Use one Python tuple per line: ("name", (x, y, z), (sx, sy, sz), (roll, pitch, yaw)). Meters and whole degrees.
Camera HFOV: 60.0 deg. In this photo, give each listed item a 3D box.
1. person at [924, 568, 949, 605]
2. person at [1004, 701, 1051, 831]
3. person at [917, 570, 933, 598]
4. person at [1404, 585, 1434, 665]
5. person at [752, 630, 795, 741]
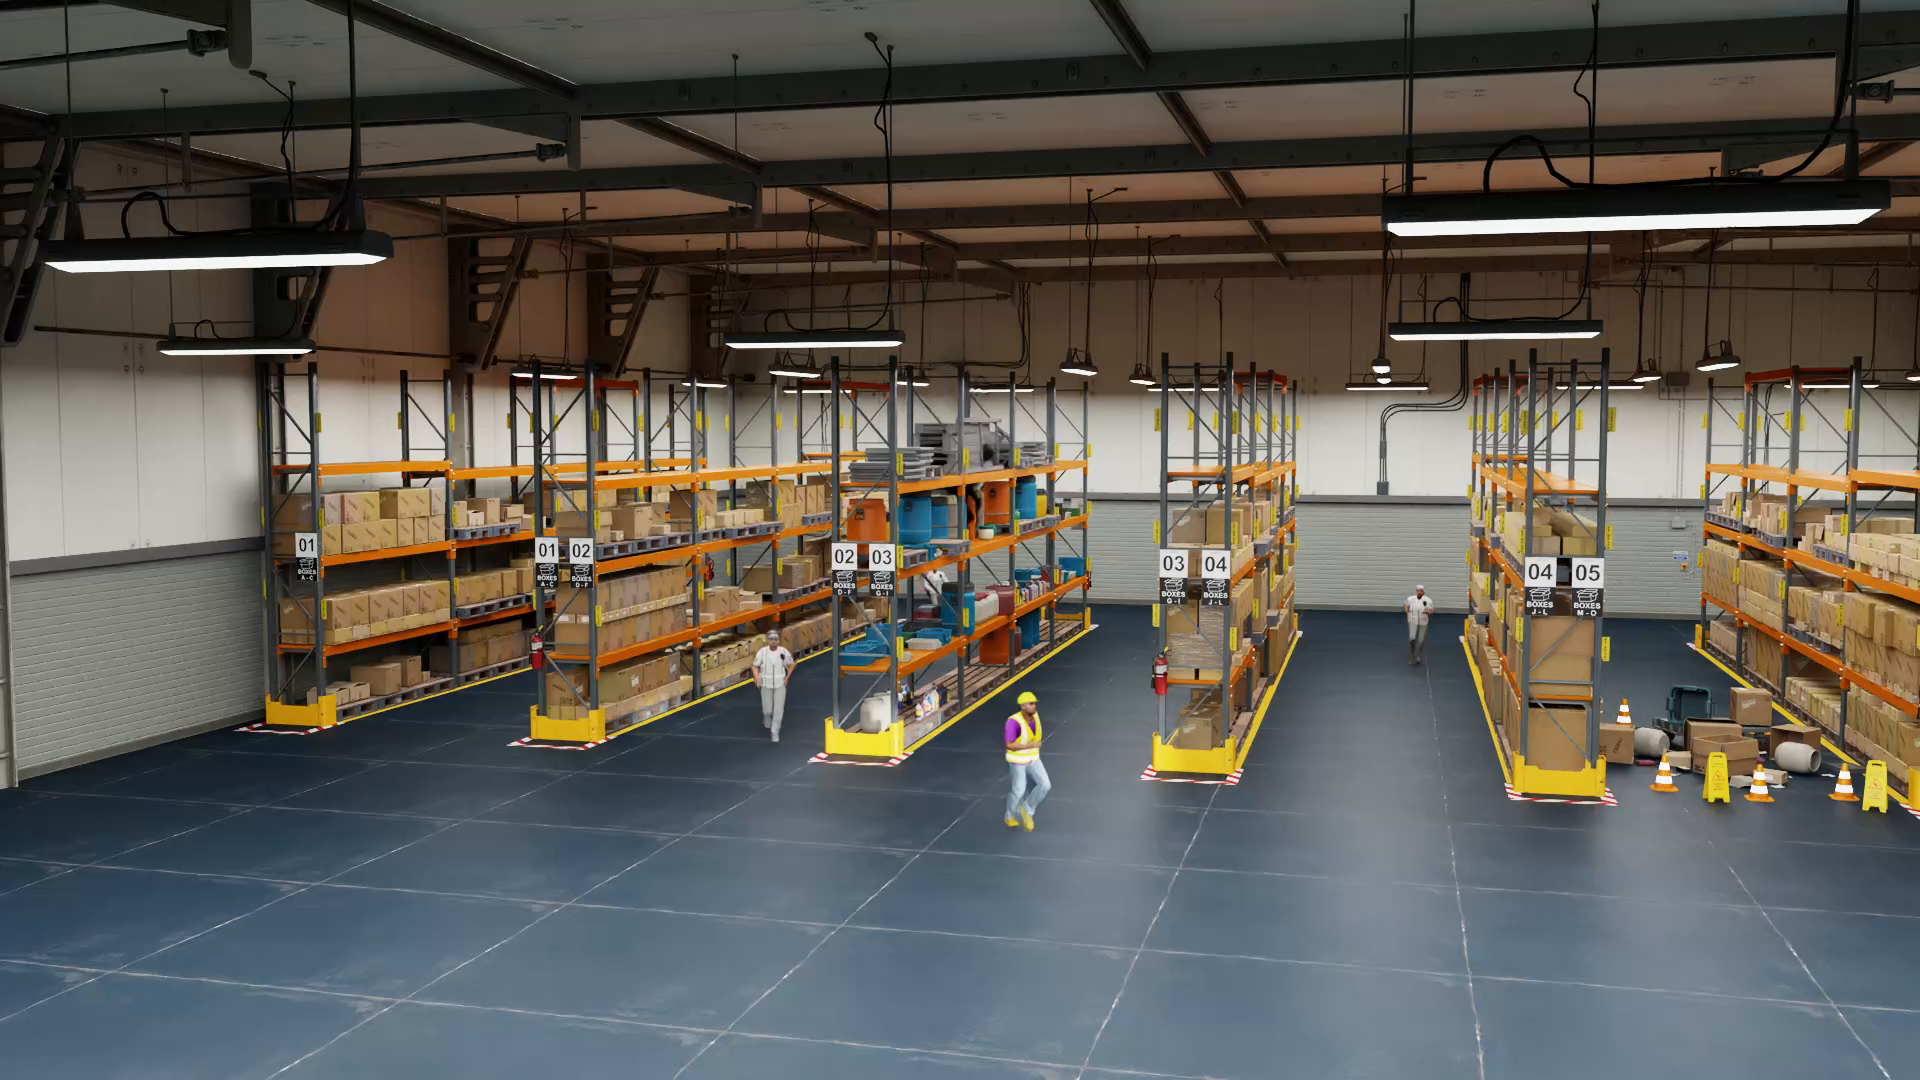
("person", (-0.568, 1.316, 40.879), (0.623, 1.640, 0.498), (0, 4, -5))
("person", (0.807, 2.712, 20.270), (0.737, 1.683, 0.786), (-3, 5, -40))
("person", (-0.695, 1.300, 41.650), (0.573, 1.559, 0.752), (-3, 5, -34))
("person", (9.524, 1.769, 34.492), (0.587, 1.672, 0.747), (1, 4, 12))
("person", (-2.960, 2.292, 26.440), (0.672, 1.760, 0.644), (-1, 4, -9))
